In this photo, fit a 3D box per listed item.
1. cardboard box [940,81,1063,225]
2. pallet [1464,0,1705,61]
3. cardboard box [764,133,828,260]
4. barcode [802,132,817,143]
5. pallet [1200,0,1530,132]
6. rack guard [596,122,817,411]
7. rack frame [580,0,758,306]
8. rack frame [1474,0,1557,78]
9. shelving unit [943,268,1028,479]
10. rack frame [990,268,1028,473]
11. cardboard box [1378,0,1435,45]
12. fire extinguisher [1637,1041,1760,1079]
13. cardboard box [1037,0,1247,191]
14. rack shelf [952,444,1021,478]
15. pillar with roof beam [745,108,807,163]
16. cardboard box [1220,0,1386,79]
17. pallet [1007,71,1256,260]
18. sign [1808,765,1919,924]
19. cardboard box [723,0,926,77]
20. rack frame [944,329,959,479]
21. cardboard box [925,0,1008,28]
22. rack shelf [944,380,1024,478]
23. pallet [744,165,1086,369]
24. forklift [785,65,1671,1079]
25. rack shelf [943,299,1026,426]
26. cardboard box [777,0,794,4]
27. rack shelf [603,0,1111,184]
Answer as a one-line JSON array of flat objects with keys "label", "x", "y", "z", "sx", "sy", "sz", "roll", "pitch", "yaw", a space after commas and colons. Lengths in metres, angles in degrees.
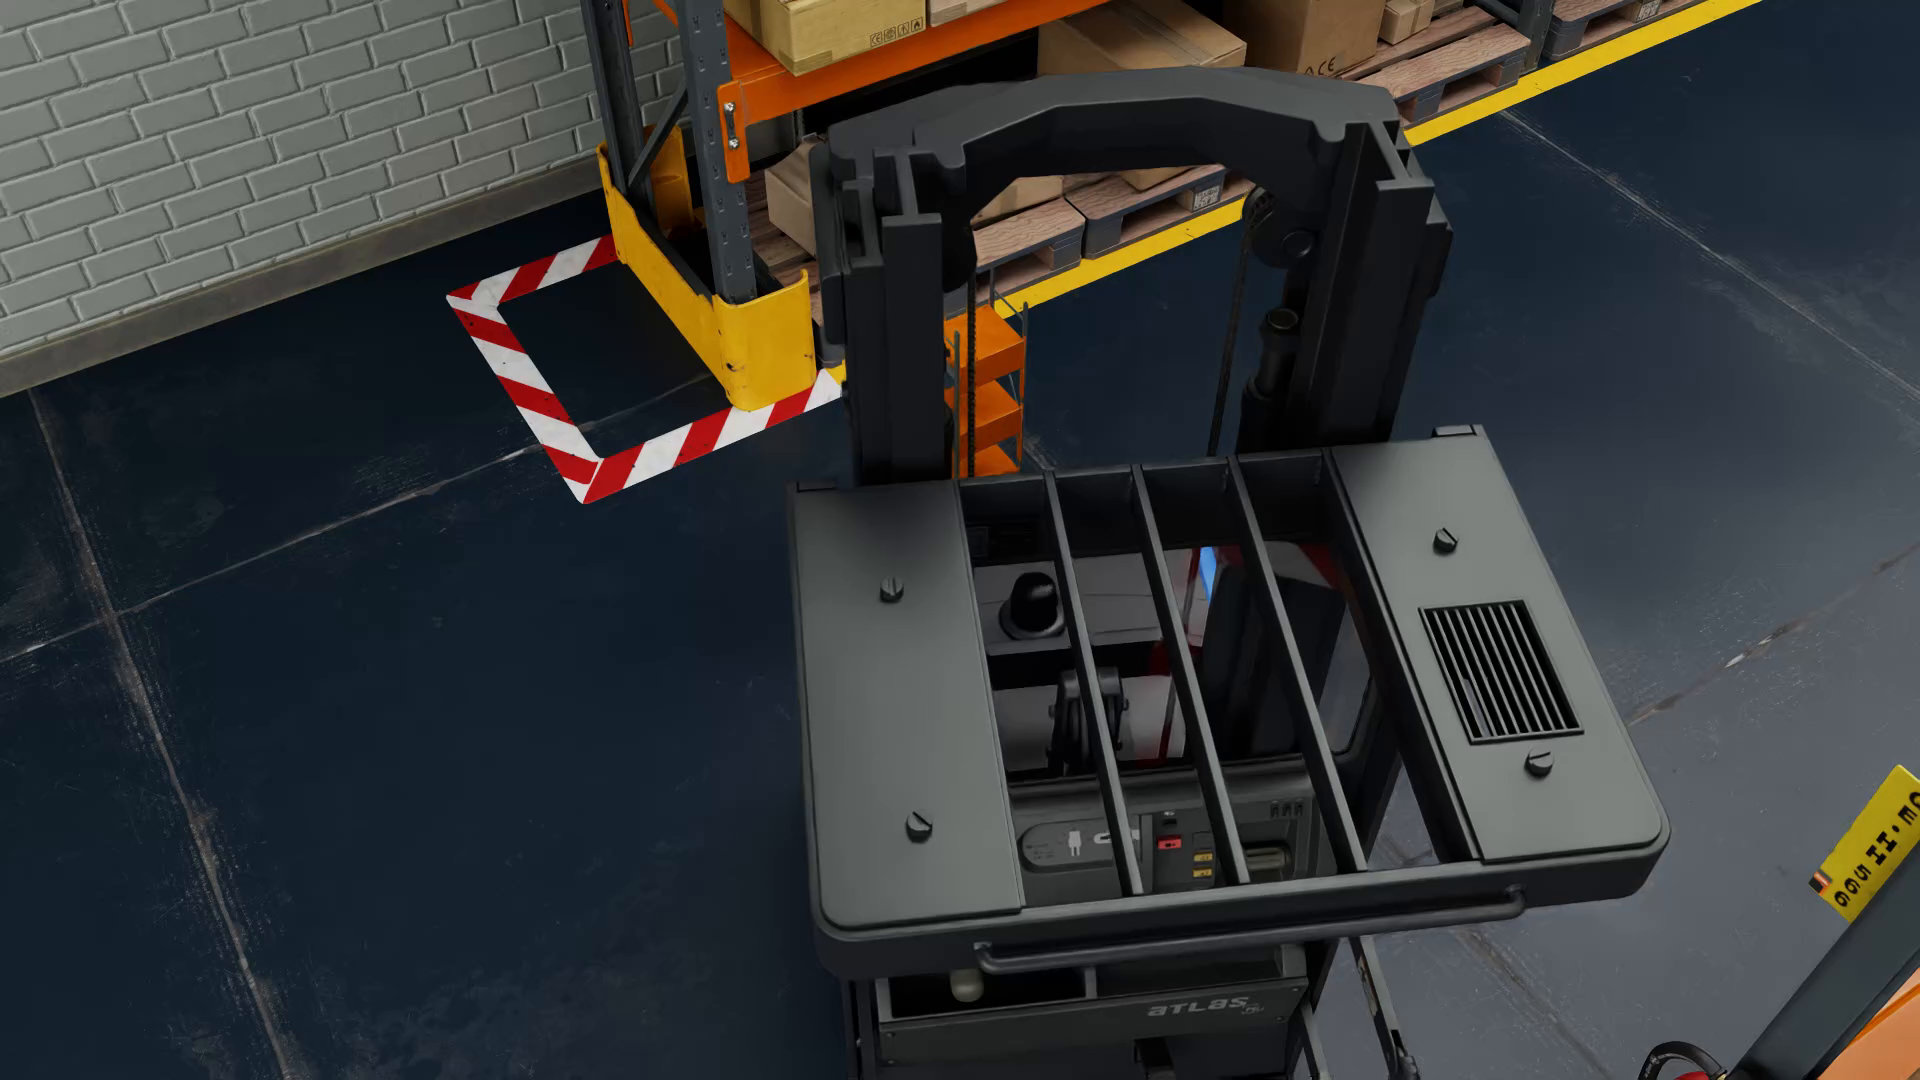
[{"label": "cardboard box", "x": 0.077, "y": -1.562, "z": 6.638, "sx": 0.500, "sy": 0.311, "sz": 0.500, "roll": -21, "pitch": 52, "yaw": -18}, {"label": "pallet", "x": 3.003, "y": -2.842, "z": 8.139, "sx": 1.213, "sy": 0.211, "sz": 1.003, "roll": -25, "pitch": 53, "yaw": -21}, {"label": "cardboard box", "x": -0.405, "y": -1.335, "z": 6.436, "sx": 0.500, "sy": 0.311, "sz": 0.500, "roll": -31, "pitch": 55, "yaw": -25}, {"label": "barcode", "x": -0.603, "y": -1.598, "z": 6.664, "sx": 0.075, "sy": 0.075, "sz": 0.001, "roll": -25, "pitch": 53, "yaw": -21}, {"label": "pallet", "x": 1.796, "y": -2.240, "z": 7.604, "sx": 1.213, "sy": 0.211, "sz": 1.003, "roll": -25, "pitch": 53, "yaw": -21}, {"label": "rack guard", "x": -0.974, "y": -1.063, "z": 6.362, "sx": 0.348, "sy": 0.500, "sz": 1.175, "roll": -25, "pitch": 53, "yaw": -21}, {"label": "rack frame", "x": -1.038, "y": -1.864, "z": 5.401, "sx": 0.127, "sy": 3.000, "sz": 1.000, "roll": -25, "pitch": 53, "yaw": -21}, {"label": "rack frame", "x": 2.345, "y": -3.458, "z": 6.821, "sx": 0.127, "sy": 3.000, "sz": 1.000, "roll": -25, "pitch": 53, "yaw": -21}, {"label": "shelving unit", "x": 0.045, "y": -0.370, "z": 5.377, "sx": 0.252, "sy": 1.050, "sz": 0.215, "roll": -25, "pitch": 53, "yaw": -21}, {"label": "rack frame", "x": 0.148, "y": -0.419, "z": 5.420, "sx": 0.008, "sy": 1.050, "sz": 0.200, "roll": -25, "pitch": 53, "yaw": -21}, {"label": "cardboard box", "x": 1.908, "y": -2.430, "z": 7.508, "sx": 0.250, "sy": 0.166, "sz": 0.380, "roll": -32, "pitch": 56, "yaw": -25}, {"label": "fire extinguisher", "x": 1.260, "y": 1.043, "z": 2.865, "sx": 0.183, "sy": 0.674, "sz": 0.296, "roll": -25, "pitch": 53, "yaw": -21}, {"label": "cardboard box", "x": 0.724, "y": -1.886, "z": 6.800, "sx": 0.500, "sy": 0.500, "sz": 0.700, "roll": -28, "pitch": 54, "yaw": -23}, {"label": "rack shelf", "x": 0.045, "y": -0.179, "z": 5.592, "sx": 0.240, "sy": 0.259, "sz": 0.215, "roll": -25, "pitch": 53, "yaw": -21}, {"label": "pillar with roof beam", "x": 1.389, "y": -1.965, "z": 1.474, "sx": 0.400, "sy": 9.000, "sz": 9.100, "roll": -25, "pitch": 53, "yaw": -21}, {"label": "cardboard box", "x": 1.488, "y": -2.334, "z": 7.199, "sx": 0.500, "sy": 0.500, "sz": 0.500, "roll": -29, "pitch": 54, "yaw": -23}, {"label": "pallet", "x": 0.763, "y": -1.751, "z": 7.168, "sx": 1.213, "sy": 0.211, "sz": 1.003, "roll": -25, "pitch": 53, "yaw": -21}, {"label": "sign", "x": 1.330, "y": 0.451, "z": 2.406, "sx": 0.005, "sy": 0.325, "sz": 0.100, "roll": -25, "pitch": 53, "yaw": -21}, {"label": "cardboard box", "x": -0.456, "y": -1.815, "z": 5.444, "sx": 0.500, "sy": 0.250, "sz": 0.500, "roll": -27, "pitch": 54, "yaw": -22}, {"label": "rack frame", "x": -0.058, "y": -0.322, "z": 5.334, "sx": 0.008, "sy": 1.050, "sz": 0.200, "roll": -25, "pitch": 53, "yaw": -21}, {"label": "cardboard box", "x": -0.024, "y": -2.031, "z": 5.637, "sx": 0.500, "sy": 0.250, "sz": 0.500, "roll": -27, "pitch": 54, "yaw": -22}, {"label": "rack shelf", "x": 0.045, "y": -0.363, "z": 5.385, "sx": 0.240, "sy": 0.259, "sz": 0.215, "roll": -25, "pitch": 53, "yaw": -21}, {"label": "pallet", "x": -0.268, "y": -1.268, "z": 6.738, "sx": 1.213, "sy": 0.211, "sz": 1.003, "roll": -25, "pitch": 53, "yaw": -21}, {"label": "forklift", "x": 0.310, "y": 0.775, "z": 3.097, "sx": 1.130, "sy": 2.935, "sz": 3.031, "roll": -5, "pitch": 49, "yaw": -4}, {"label": "rack shelf", "x": 0.045, "y": -0.552, "z": 5.173, "sx": 0.240, "sy": 0.259, "sz": 0.215, "roll": -25, "pitch": 53, "yaw": -21}, {"label": "cardboard box", "x": -0.474, "y": -2.070, "z": 5.170, "sx": 0.500, "sy": 0.500, "sz": 0.500, "roll": -25, "pitch": 53, "yaw": -21}, {"label": "rack shelf", "x": 0.653, "y": -2.422, "z": 6.380, "sx": 4.000, "sy": 0.370, "sz": 1.077, "roll": -25, "pitch": 53, "yaw": -21}]
